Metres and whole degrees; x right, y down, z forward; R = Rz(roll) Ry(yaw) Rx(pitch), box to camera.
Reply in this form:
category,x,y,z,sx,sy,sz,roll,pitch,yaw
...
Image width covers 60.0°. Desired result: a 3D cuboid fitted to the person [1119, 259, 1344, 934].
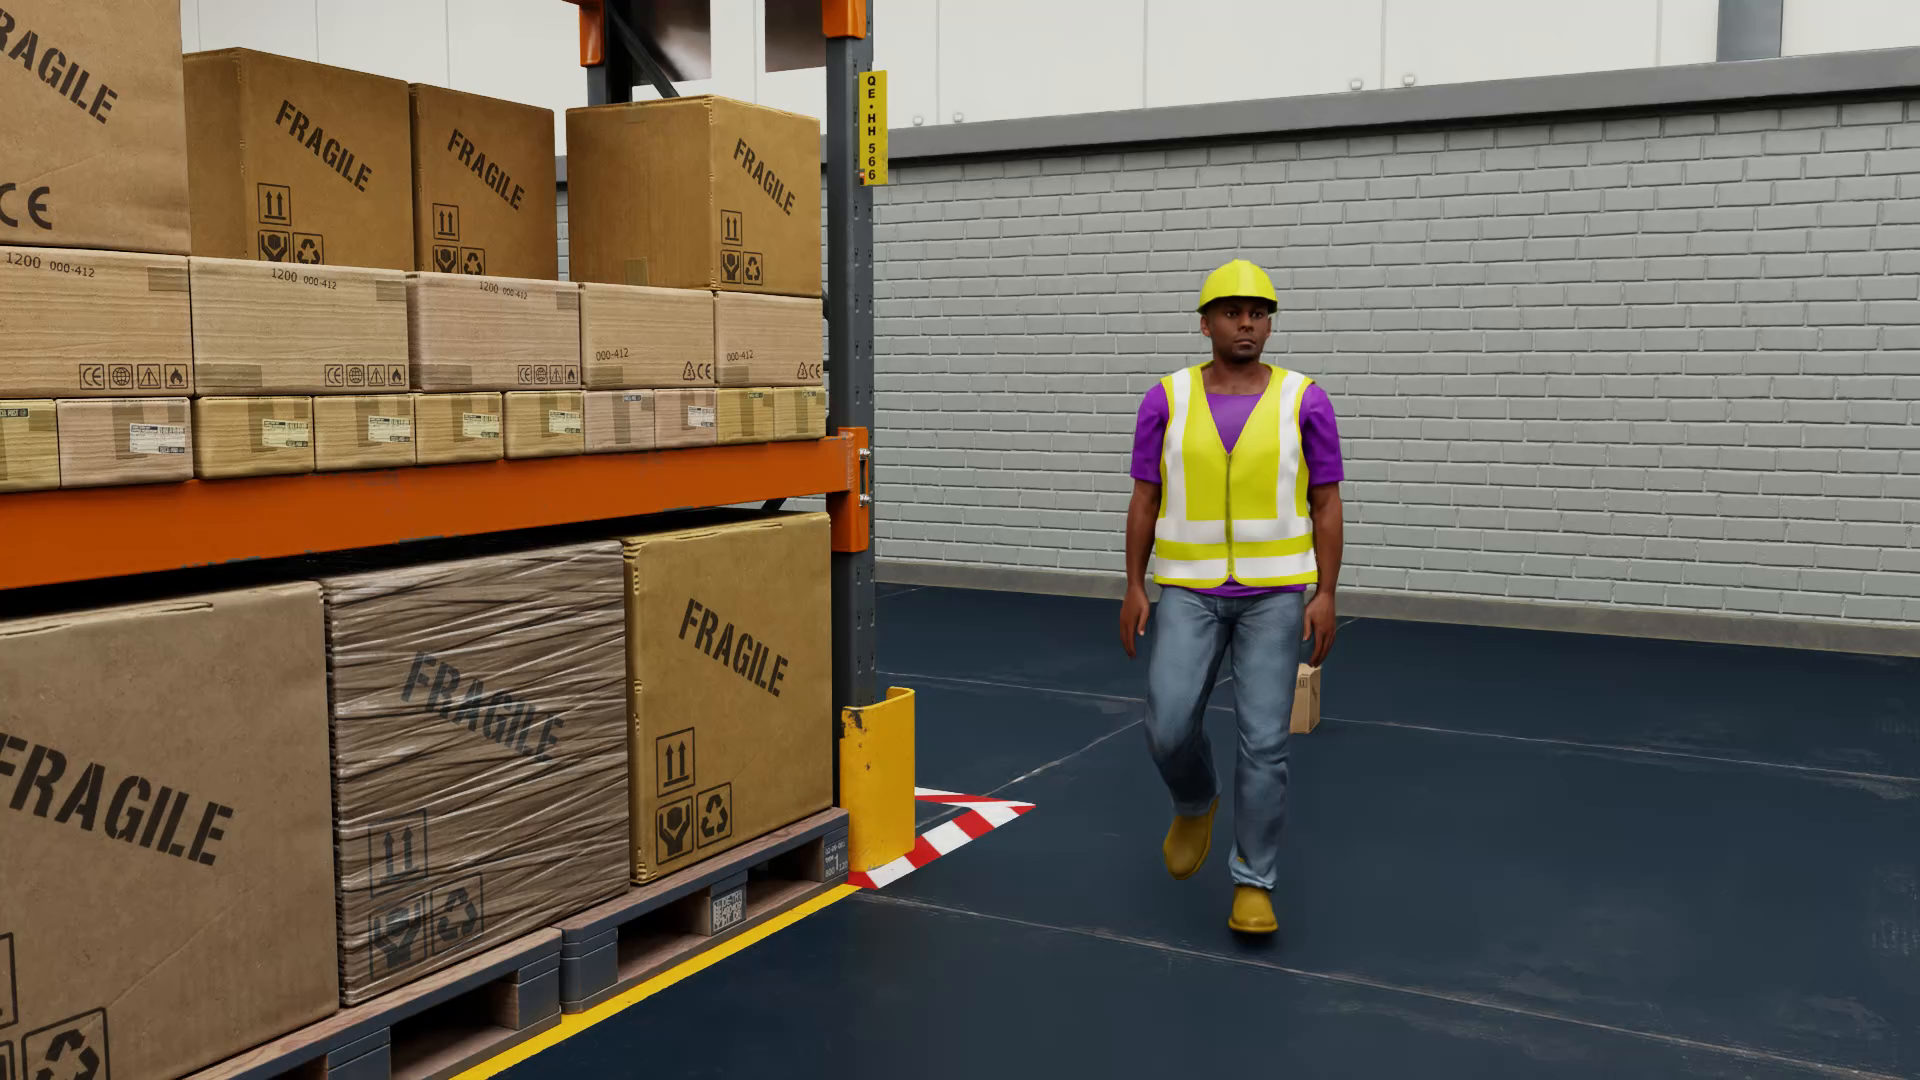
category,x,y,z,sx,sy,sz,roll,pitch,yaw
person,0.724,0.136,4.465,0.591,1.757,0.540,1,6,11
